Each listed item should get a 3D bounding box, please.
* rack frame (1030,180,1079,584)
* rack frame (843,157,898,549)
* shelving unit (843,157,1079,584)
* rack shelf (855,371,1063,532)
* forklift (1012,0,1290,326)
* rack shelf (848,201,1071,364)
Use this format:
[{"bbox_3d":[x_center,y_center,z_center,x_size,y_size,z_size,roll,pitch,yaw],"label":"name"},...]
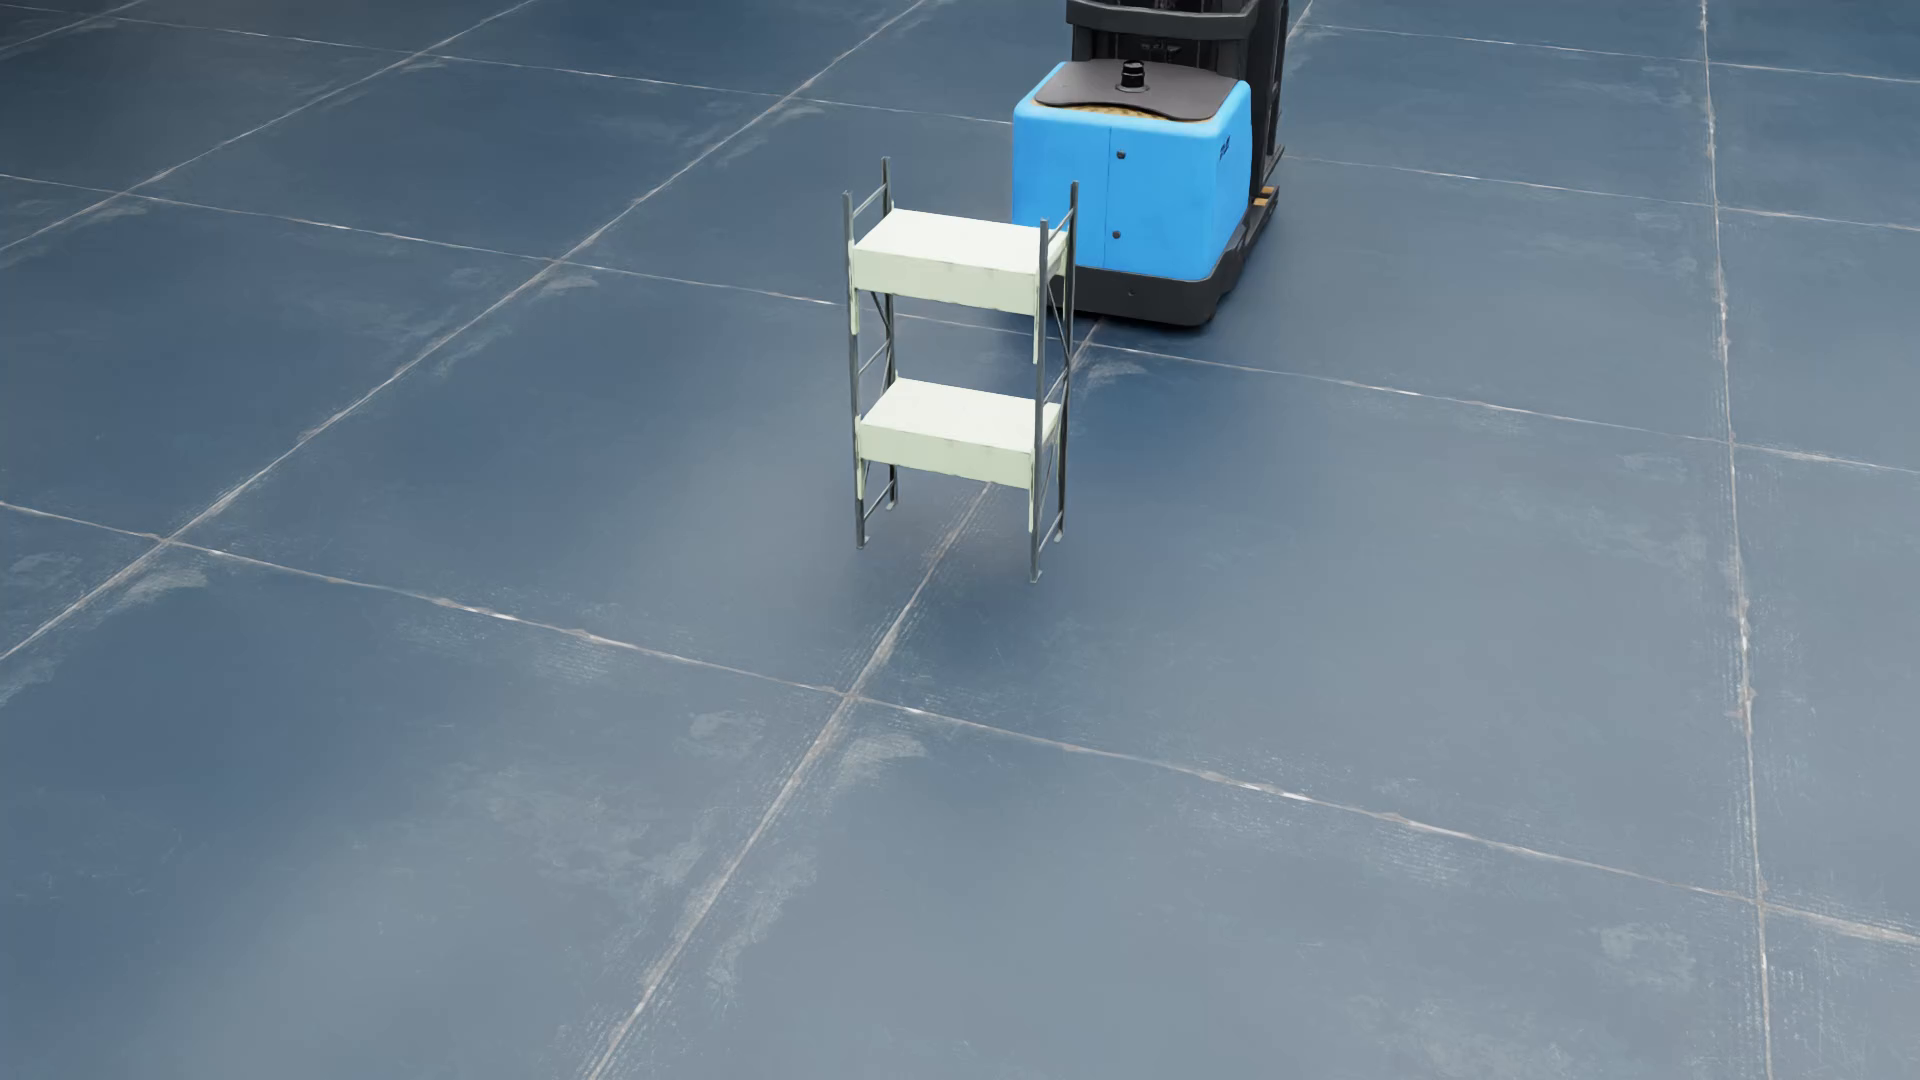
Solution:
[{"bbox_3d":[0.351,-0.562,6.238,0.023,1.500,0.400,11,34,16],"label":"rack frame"},{"bbox_3d":[-0.338,-0.696,6.445,0.023,1.500,0.400,11,34,16],"label":"rack frame"},{"bbox_3d":[0.006,-0.629,6.341,0.755,1.500,0.431,11,34,16],"label":"shelving unit"},{"bbox_3d":[0.006,-0.355,6.518,0.720,0.370,0.431,11,34,16],"label":"rack shelf"},{"bbox_3d":[1.218,-3.087,8.828,1.130,2.935,3.031,11,34,16],"label":"forklift"},{"bbox_3d":[0.006,-0.957,6.130,0.720,0.370,0.431,11,34,16],"label":"rack shelf"}]
